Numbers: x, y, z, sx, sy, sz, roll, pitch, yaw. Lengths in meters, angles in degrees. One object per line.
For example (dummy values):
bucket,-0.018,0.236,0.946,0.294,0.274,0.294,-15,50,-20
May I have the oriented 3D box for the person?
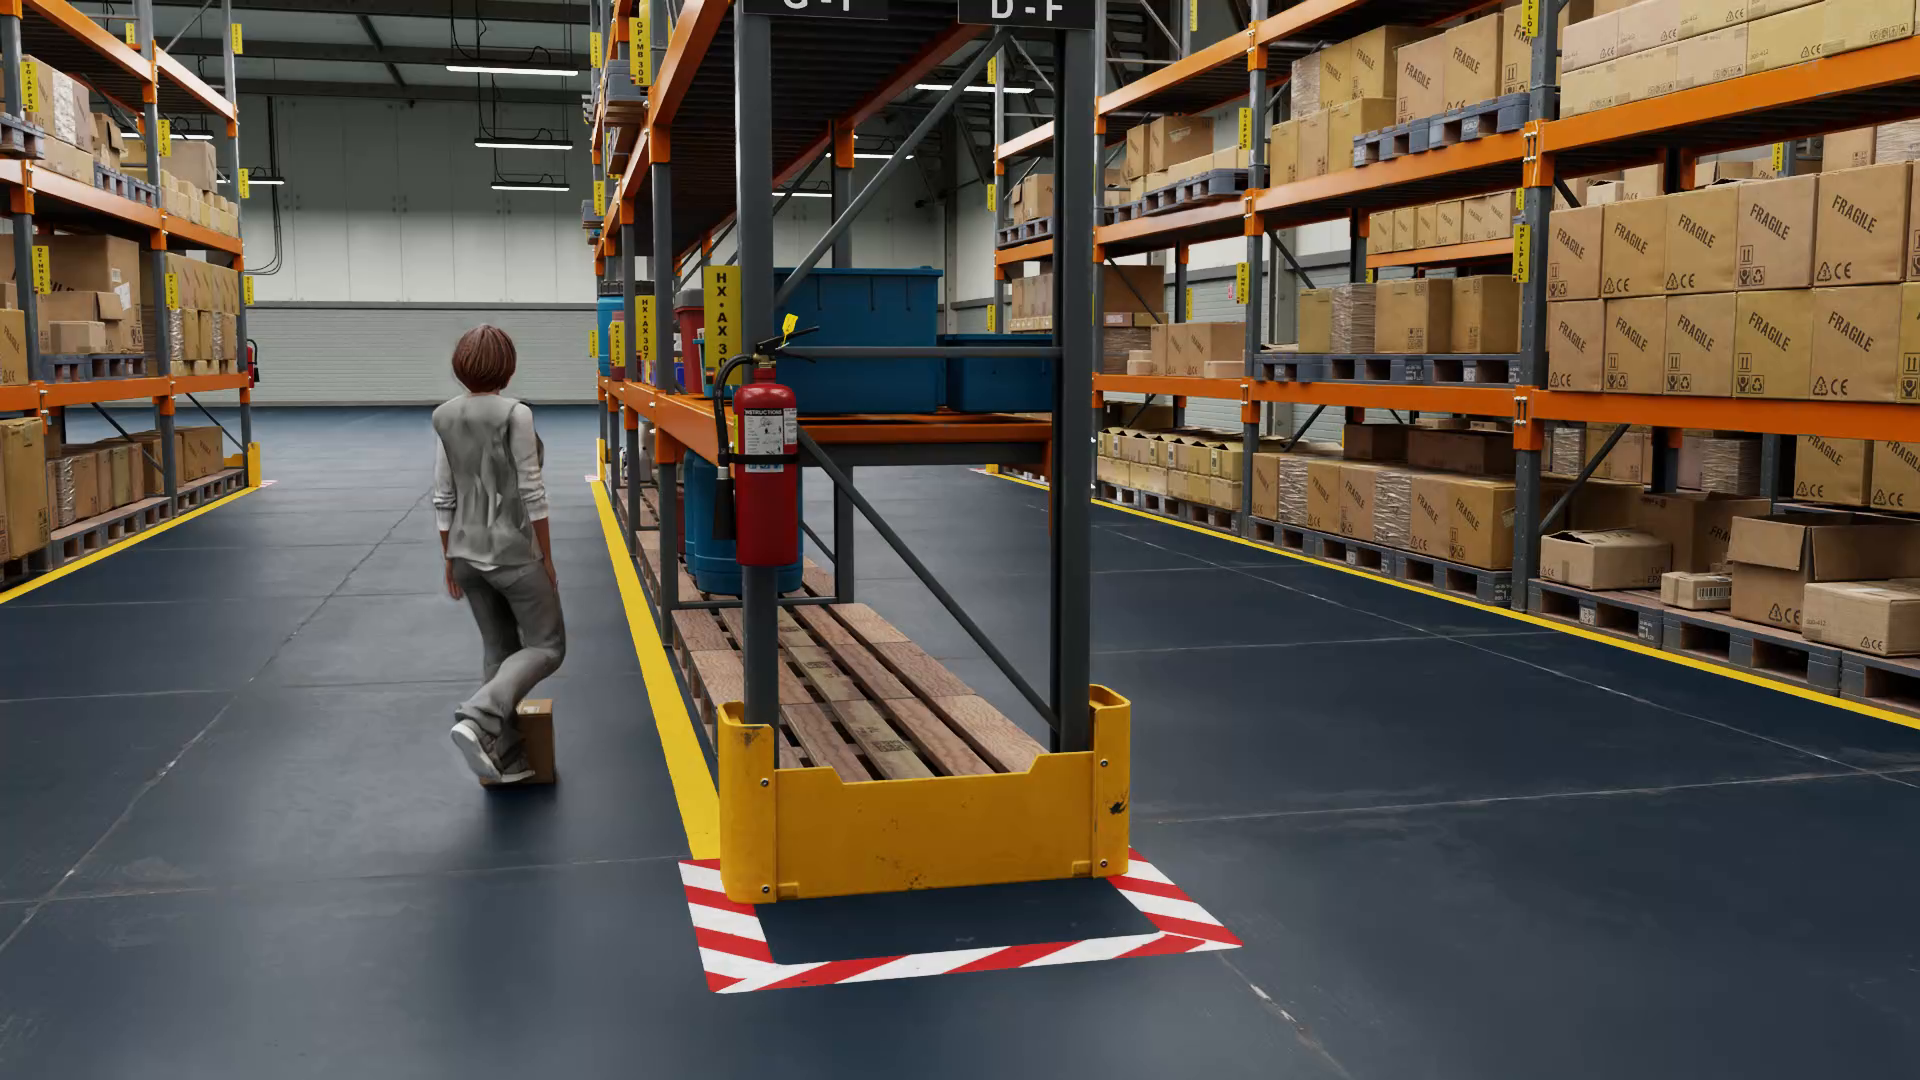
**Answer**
person,-1.575,0.070,5.609,0.417,1.583,0.618,3,7,25
